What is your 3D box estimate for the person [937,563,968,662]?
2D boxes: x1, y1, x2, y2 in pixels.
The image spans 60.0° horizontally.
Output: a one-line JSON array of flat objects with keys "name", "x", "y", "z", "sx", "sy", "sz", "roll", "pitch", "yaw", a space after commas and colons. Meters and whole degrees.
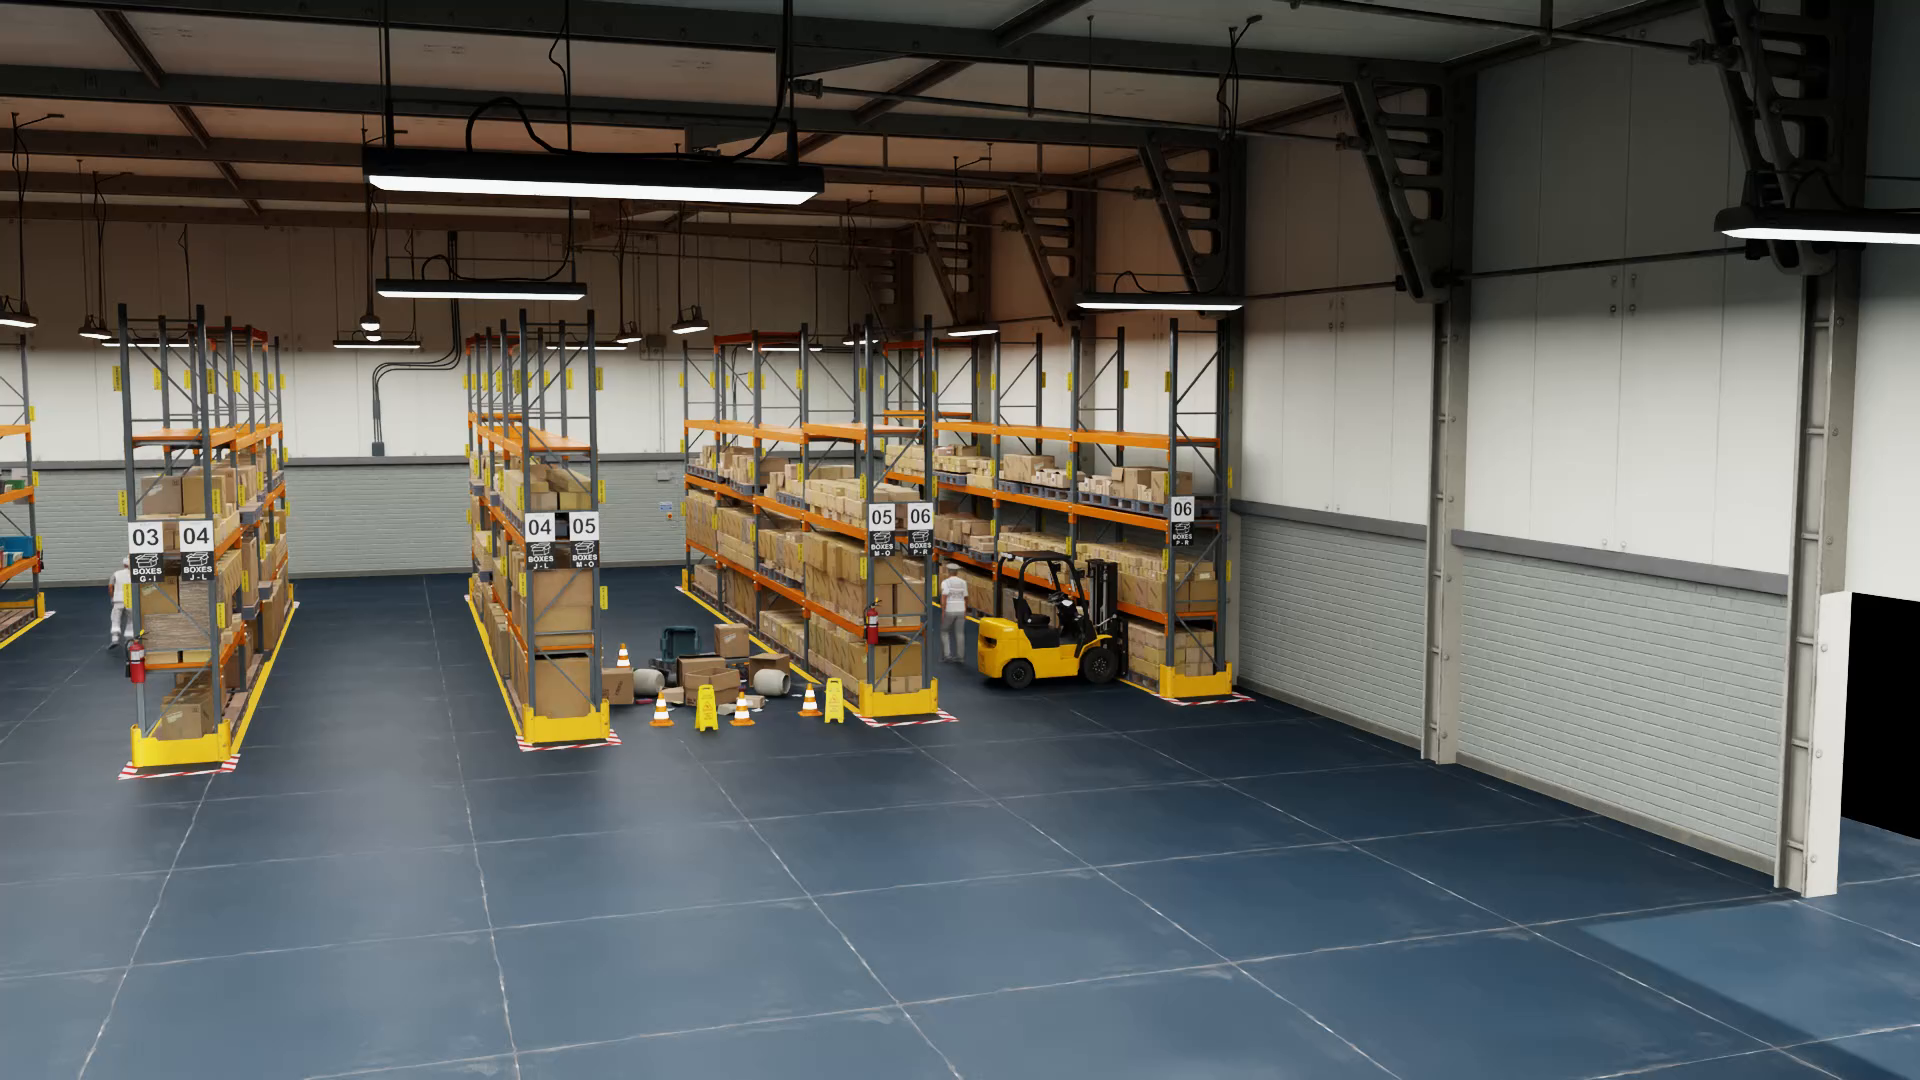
[{"name": "person", "x": -0.104, "y": 1.341, "z": 29.744, "sx": 0.577, "sy": 1.820, "sz": 0.600, "roll": -3, "pitch": 6, "yaw": -25}]

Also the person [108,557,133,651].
[{"name": "person", "x": -15.568, "y": 1.192, "z": 30.994, "sx": 0.587, "sy": 1.758, "sz": 0.711, "roll": -1, "pitch": 6, "yaw": -14}]
